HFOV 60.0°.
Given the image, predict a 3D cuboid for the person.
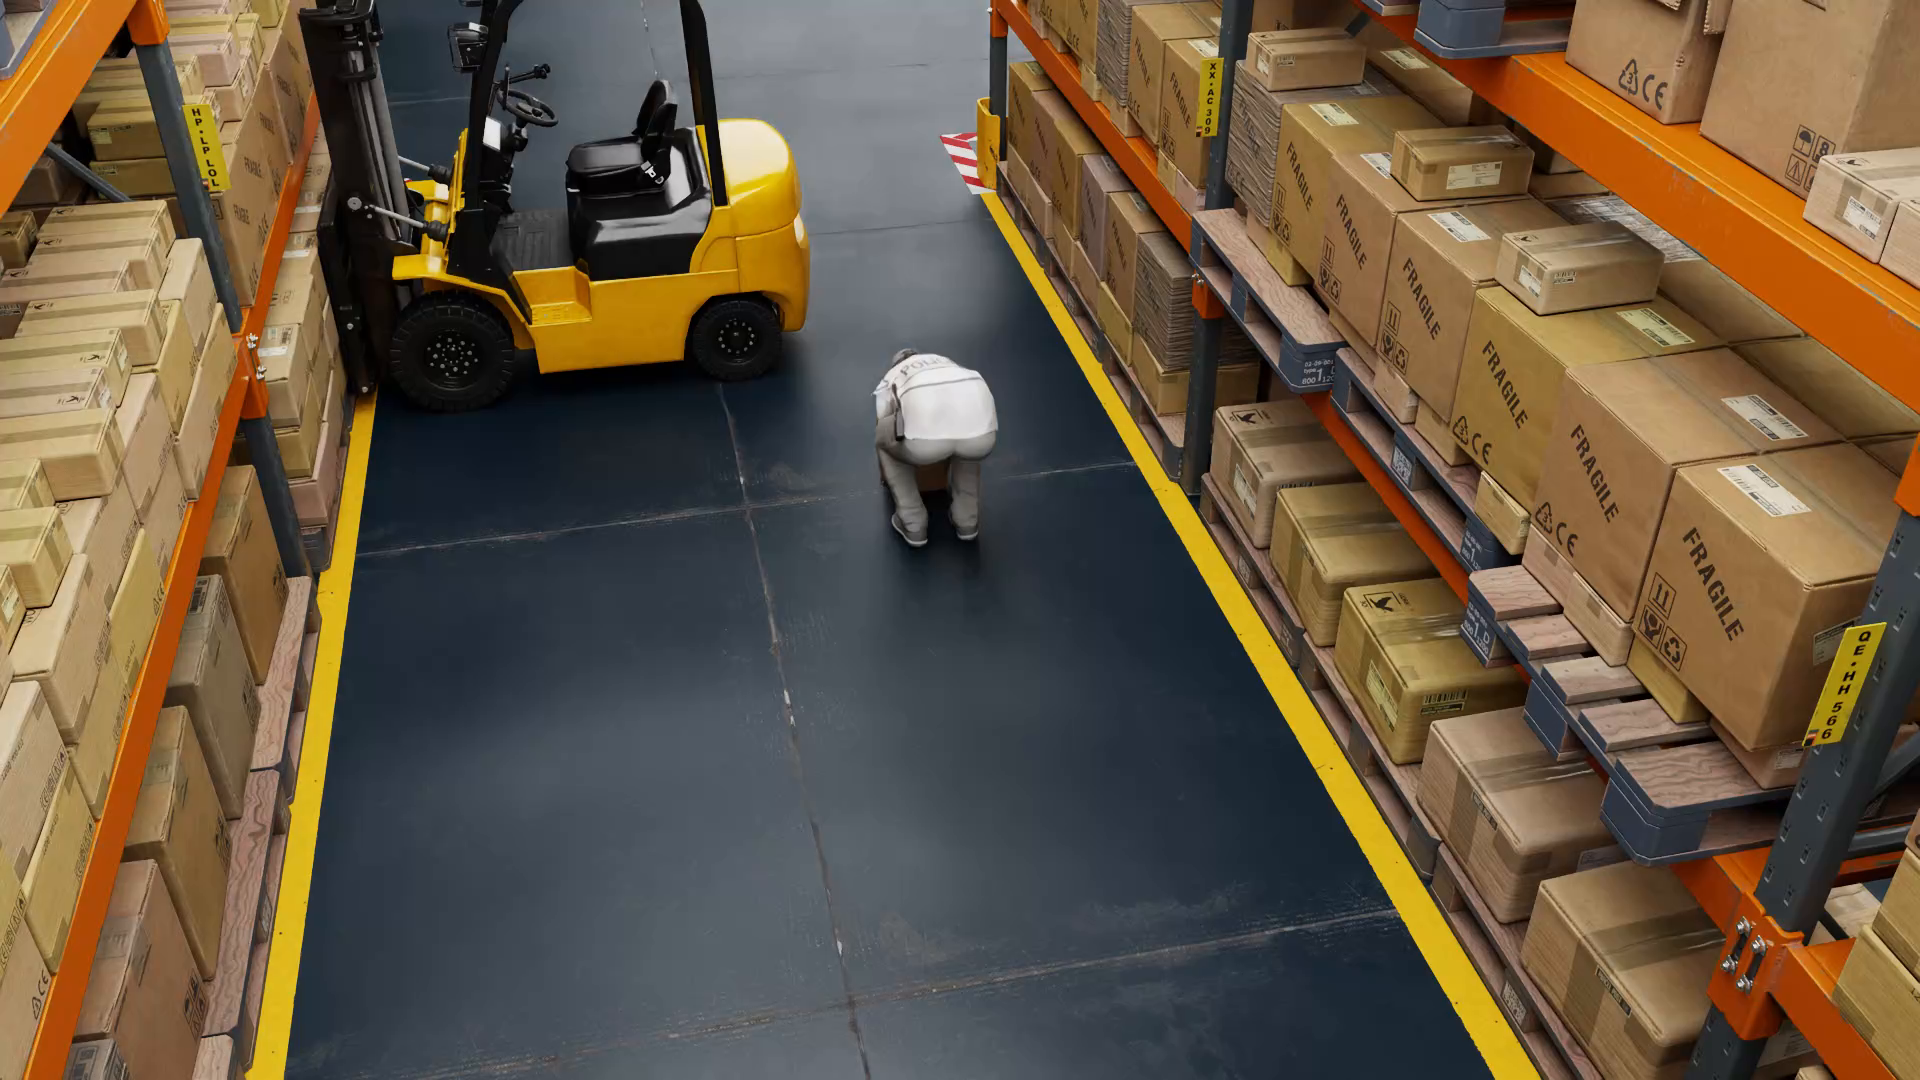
[{"bbox_3d":[-0.134,-0.458,7.509,0.502,0.875,0.937,-9,36,-13],"label":"person"}]
